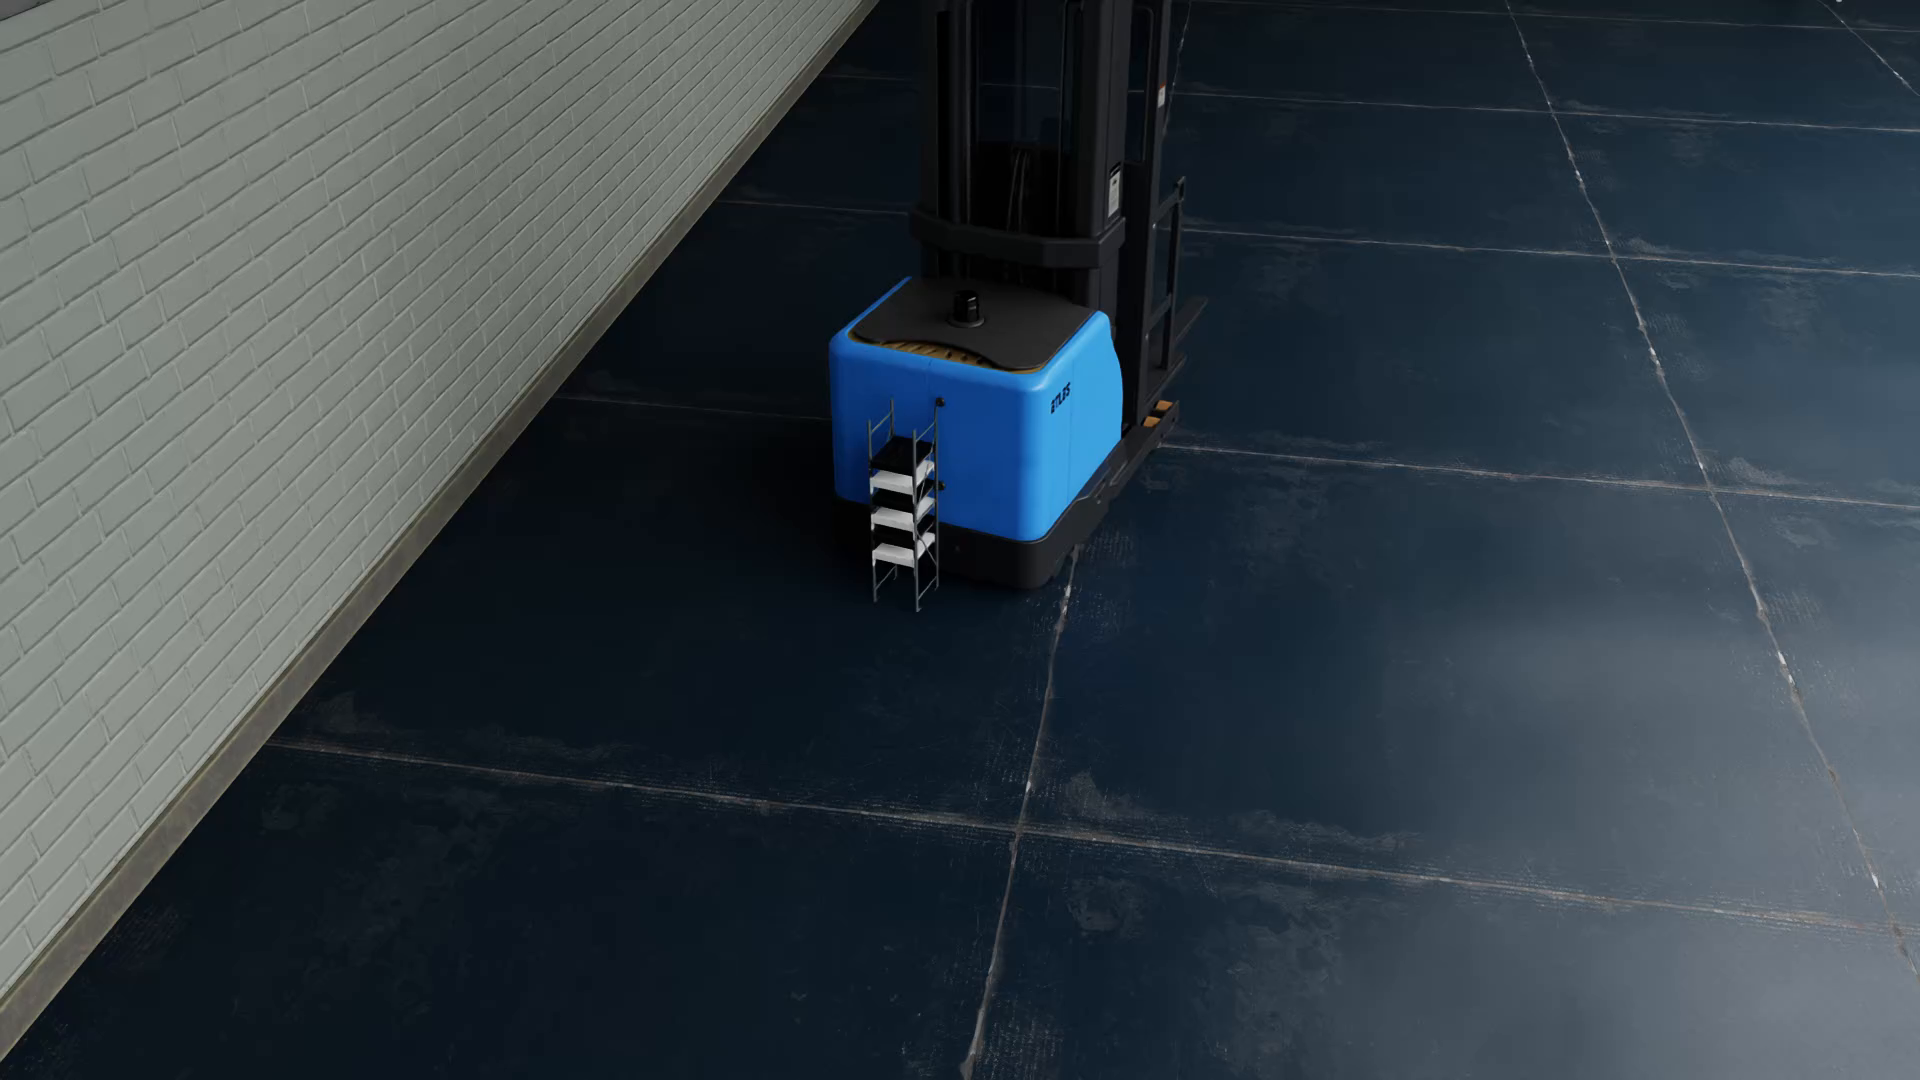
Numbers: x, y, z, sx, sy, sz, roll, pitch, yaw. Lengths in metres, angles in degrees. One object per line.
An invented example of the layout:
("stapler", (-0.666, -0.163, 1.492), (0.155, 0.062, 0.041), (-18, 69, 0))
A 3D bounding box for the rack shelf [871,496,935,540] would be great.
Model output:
("rack shelf", (-0.237, -0.112, 7.144), (0.200, 0.077, 0.258), (13, 34, 20))

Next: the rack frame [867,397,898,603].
("rack frame", (-0.331, -0.162, 7.160), (0.006, 0.900, 0.240), (13, 34, 20))

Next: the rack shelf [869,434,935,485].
("rack shelf", (-0.237, -0.341, 7.001), (0.200, 0.077, 0.258), (13, 34, 20))

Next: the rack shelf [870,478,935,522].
("rack shelf", (-0.237, -0.189, 7.096), (0.200, 0.077, 0.258), (13, 34, 20))

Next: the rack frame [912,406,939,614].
("rack frame", (-0.144, -0.119, 7.092), (0.006, 0.900, 0.240), (13, 34, 20))

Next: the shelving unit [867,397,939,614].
("shelving unit", (-0.237, -0.140, 7.126), (0.210, 0.900, 0.258), (13, 34, 20))

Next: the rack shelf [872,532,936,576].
("rack shelf", (-0.237, 0.040, 7.239), (0.200, 0.077, 0.258), (13, 34, 20))

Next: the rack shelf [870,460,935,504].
("rack shelf", (-0.237, -0.265, 7.048), (0.200, 0.077, 0.258), (13, 34, 20))

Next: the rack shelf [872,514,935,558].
("rack shelf", (-0.237, -0.036, 7.192), (0.200, 0.077, 0.258), (13, 34, 20))

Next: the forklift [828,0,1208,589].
("forklift", (0.490, -1.793, 7.852), (1.130, 2.935, 3.031), (14, 35, 21))
